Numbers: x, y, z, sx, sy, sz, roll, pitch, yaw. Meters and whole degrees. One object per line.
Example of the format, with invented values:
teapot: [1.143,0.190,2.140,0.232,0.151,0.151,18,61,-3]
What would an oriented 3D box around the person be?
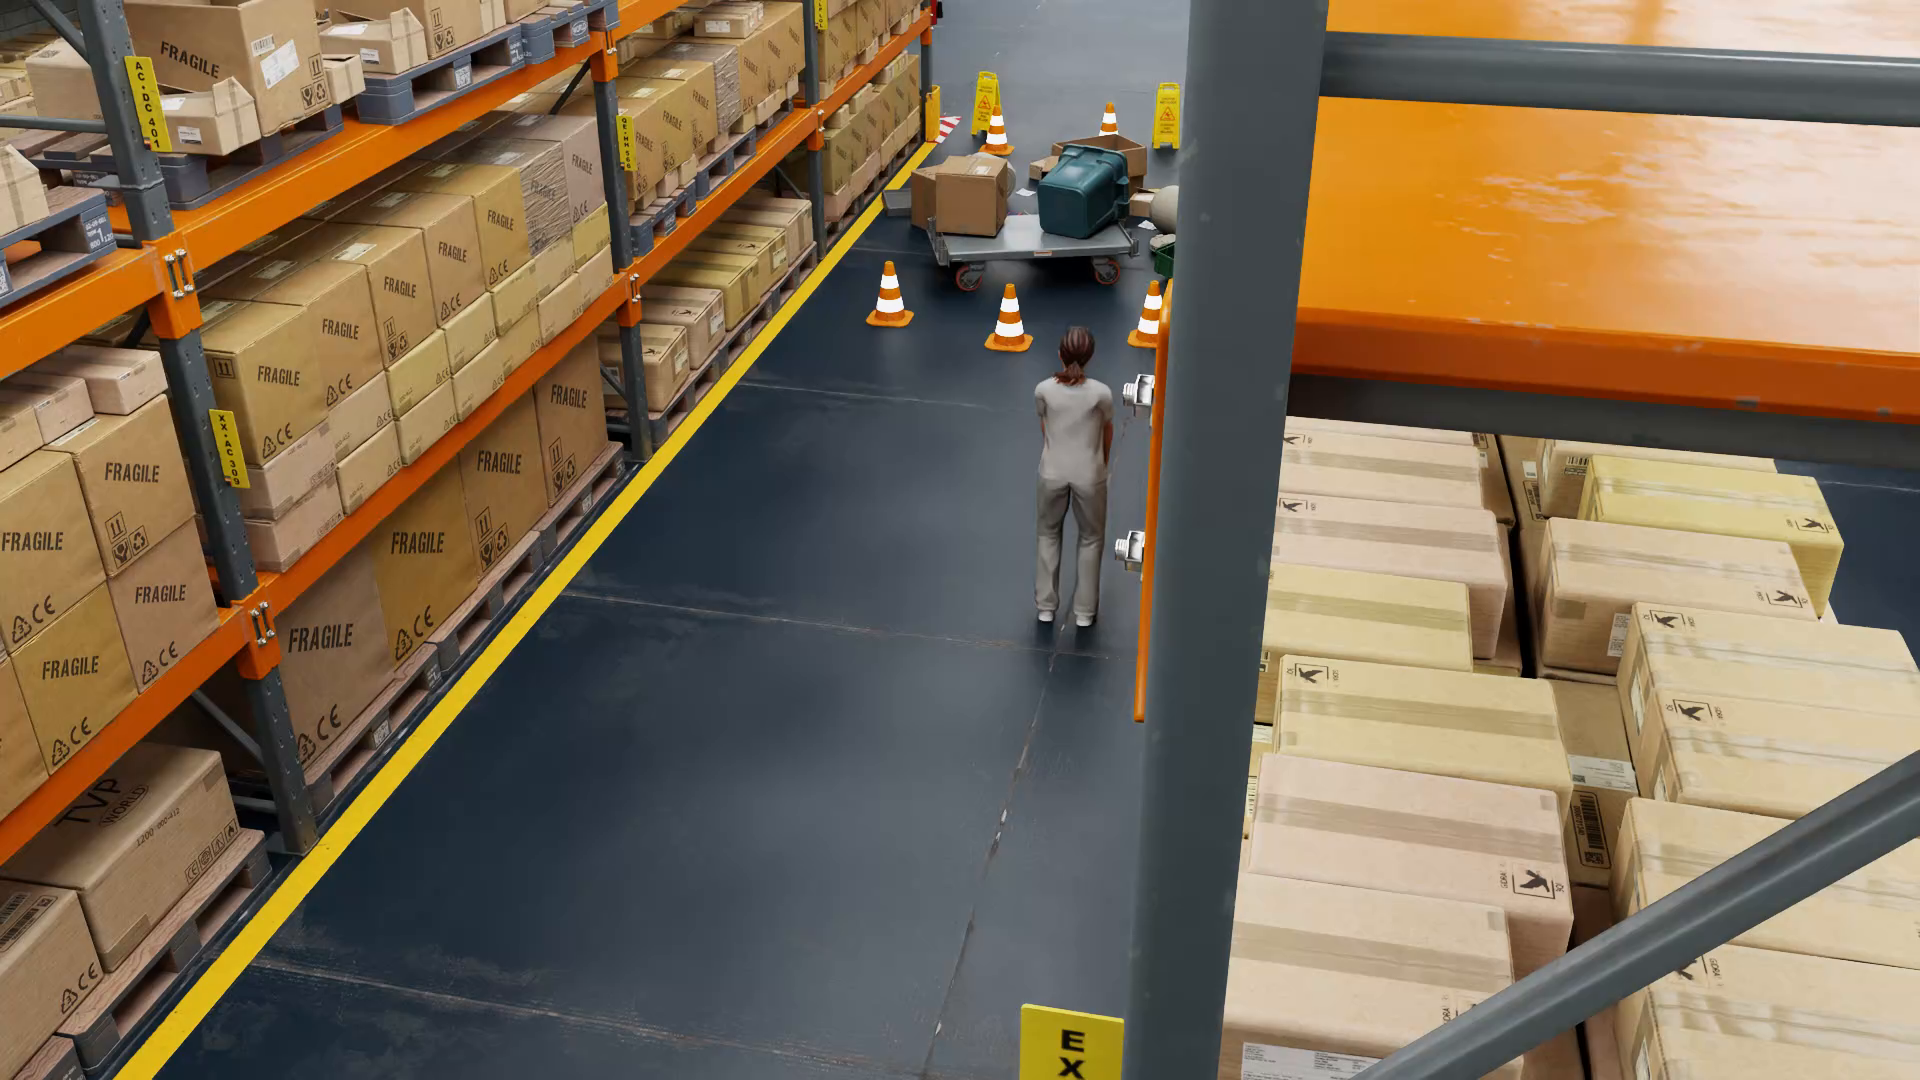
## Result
person: [0.600,-0.366,8.804,0.410,1.667,0.508,6,29,10]
